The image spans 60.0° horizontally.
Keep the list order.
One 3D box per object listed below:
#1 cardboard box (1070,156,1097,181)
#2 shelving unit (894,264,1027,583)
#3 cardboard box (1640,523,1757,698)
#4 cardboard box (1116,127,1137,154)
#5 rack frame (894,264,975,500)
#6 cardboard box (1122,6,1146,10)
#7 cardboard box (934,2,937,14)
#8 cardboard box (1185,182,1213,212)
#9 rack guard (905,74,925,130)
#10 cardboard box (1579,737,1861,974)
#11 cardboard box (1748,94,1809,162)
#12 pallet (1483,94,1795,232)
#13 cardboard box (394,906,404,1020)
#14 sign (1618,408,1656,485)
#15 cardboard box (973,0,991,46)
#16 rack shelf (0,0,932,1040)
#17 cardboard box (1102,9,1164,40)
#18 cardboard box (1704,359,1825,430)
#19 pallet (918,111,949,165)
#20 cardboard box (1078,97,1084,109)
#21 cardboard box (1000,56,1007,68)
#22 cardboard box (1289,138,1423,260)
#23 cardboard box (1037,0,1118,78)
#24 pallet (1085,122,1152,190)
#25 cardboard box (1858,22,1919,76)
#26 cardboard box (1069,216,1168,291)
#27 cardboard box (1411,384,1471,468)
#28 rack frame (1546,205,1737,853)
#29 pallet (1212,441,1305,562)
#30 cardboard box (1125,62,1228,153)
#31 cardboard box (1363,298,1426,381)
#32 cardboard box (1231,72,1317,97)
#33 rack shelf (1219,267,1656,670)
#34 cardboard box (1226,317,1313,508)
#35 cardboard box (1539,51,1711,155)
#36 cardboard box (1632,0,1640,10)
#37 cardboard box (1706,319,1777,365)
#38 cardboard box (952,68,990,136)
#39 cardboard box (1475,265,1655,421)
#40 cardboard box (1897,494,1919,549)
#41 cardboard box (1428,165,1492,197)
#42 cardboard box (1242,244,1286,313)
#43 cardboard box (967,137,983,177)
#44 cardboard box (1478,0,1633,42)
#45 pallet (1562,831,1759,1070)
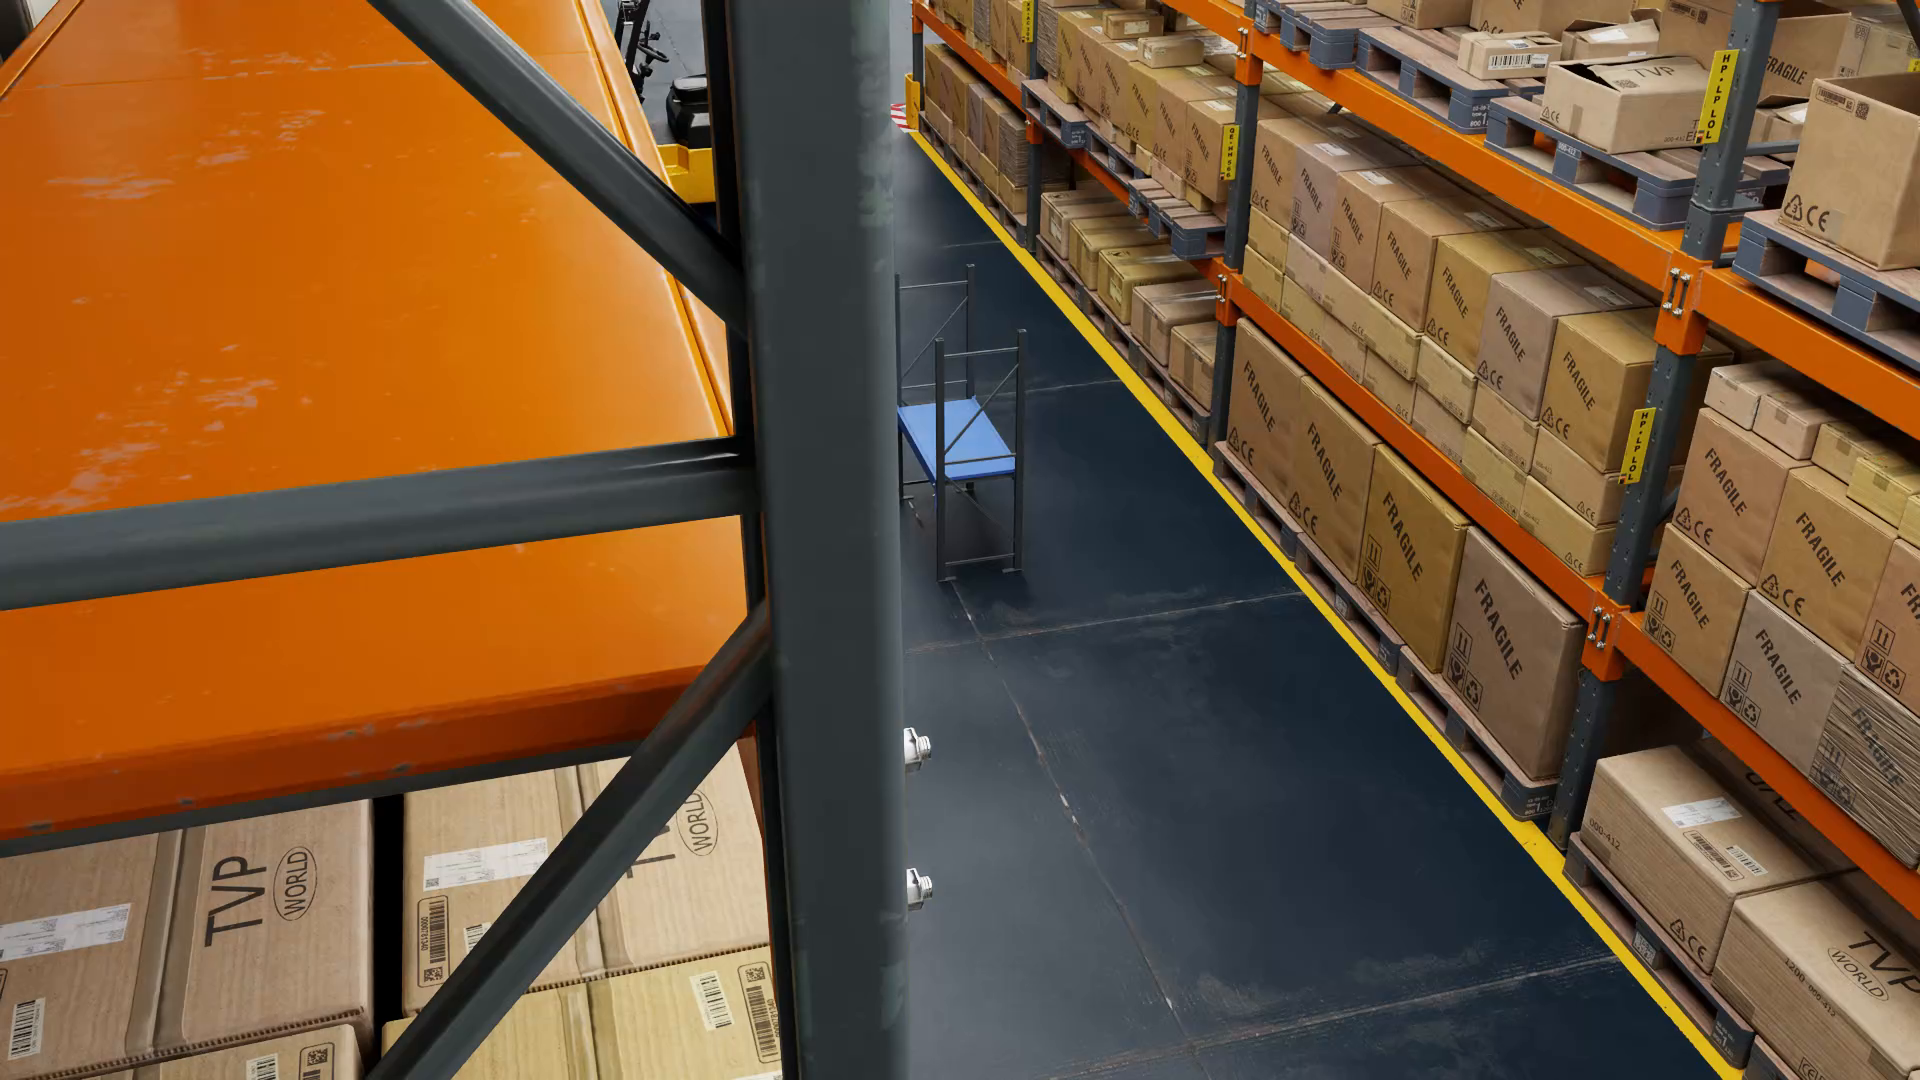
[{"bbox_3d":[1.169,-3.479,14.574,0.500,0.500,0.500,-6,31,-11],"label":"cardboard box"},{"bbox_3d":[-0.023,-0.690,9.677,0.538,1.500,1.048,-8,31,-13],"label":"shelving unit"},{"bbox_3d":[3.060,0.240,6.472,0.500,0.500,0.500,-7,31,-12],"label":"cardboard box"},{"bbox_3d":[1.325,-2.848,11.738,0.380,0.149,0.250,-9,31,-15],"label":"cardboard box"},{"bbox_3d":[-0.158,-0.936,10.101,0.500,1.500,0.032,-8,31,-13],"label":"rack frame"},{"bbox_3d":[1.542,-3.763,12.673,0.500,0.500,0.500,-8,31,-13],"label":"cardboard box"},{"bbox_3d":[-0.033,-5.214,16.246,0.380,0.149,0.250,-9,31,-15],"label":"cardboard box"},{"bbox_3d":[1.672,-2.230,10.670,0.380,0.149,0.250,-7,31,-13],"label":"cardboard box"},{"bbox_3d":[0.023,-4.655,17.524,1.175,0.500,0.348,-8,31,-13],"label":"rack guard"},{"bbox_3d":[3.251,1.267,6.936,0.875,0.438,0.875,-8,31,-14],"label":"cardboard box"},{"bbox_3d":[3.393,-1.688,6.623,0.396,0.266,0.258,-8,31,-14],"label":"cardboard box"},{"bbox_3d":[2.897,-1.629,6.999,0.805,0.209,1.217,-9,31,-15],"label":"pallet"},{"bbox_3d":[-1.063,0.829,2.412,0.500,0.250,0.500,-8,31,-13],"label":"cardboard box"},{"bbox_3d":[2.668,-0.368,6.545,0.100,0.325,0.005,-8,31,-13],"label":"sign"},{"bbox_3d":[0.422,-4.693,14.698,0.500,0.500,0.500,-7,31,-12],"label":"cardboard box"},{"bbox_3d":[-1.066,-0.634,2.814,1.077,0.370,4.000,-8,31,-13],"label":"rack shelf"},{"bbox_3d":[1.236,-3.691,11.900,0.380,0.149,0.250,-6,31,-10],"label":"cardboard box"},{"bbox_3d":[3.022,-0.548,6.187,0.380,0.149,0.250,-8,31,-14],"label":"cardboard box"},{"bbox_3d":[0.205,-4.133,16.911,1.003,0.211,1.213,-8,31,-13],"label":"pallet"},{"bbox_3d":[1.114,-3.357,12.618,0.380,0.149,0.250,-6,31,-10],"label":"cardboard box"},{"bbox_3d":[0.566,-4.226,14.538,0.380,0.149,0.250,-8,31,-14],"label":"cardboard box"},{"bbox_3d":[2.163,-1.877,9.131,0.500,0.500,0.500,-8,31,-13],"label":"cardboard box"},{"bbox_3d":[0.913,-3.931,12.962,0.500,0.500,0.500,-7,31,-12],"label":"cardboard box"},{"bbox_3d":[1.562,-2.777,11.977,1.003,0.211,1.213,-8,31,-13],"label":"pallet"},{"bbox_3d":[6.763,-3.311,11.609,0.700,0.500,0.500,-8,31,-14],"label":"cardboard box"},{"bbox_3d":[1.401,-2.286,13.141,0.950,0.372,0.625,-6,31,-10],"label":"cardboard box"},{"bbox_3d":[2.576,-0.588,8.153,0.500,0.250,0.500,-9,31,-15],"label":"cardboard box"},{"bbox_3d":[3.188,0.022,6.948,1.000,3.000,0.127,-8,31,-13],"label":"rack frame"},{"bbox_3d":[2.263,-0.312,10.309,1.003,0.211,1.213,-8,31,-13],"label":"pallet"},{"bbox_3d":[1.455,-2.938,11.247,0.500,0.500,0.500,-10,32,-17],"label":"cardboard box"},{"bbox_3d":[2.401,-1.045,8.442,0.500,0.250,0.500,-7,31,-12],"label":"cardboard box"},{"bbox_3d":[2.085,-2.762,10.943,0.500,0.500,0.500,-6,31,-11],"label":"cardboard box"},{"bbox_3d":[2.657,-0.632,8.797,1.077,0.370,4.000,-8,31,-13],"label":"rack shelf"},{"bbox_3d":[2.230,-0.827,10.118,0.875,0.875,0.875,-8,31,-14],"label":"cardboard box"},{"bbox_3d":[2.752,-1.817,6.801,0.500,0.311,0.500,-8,31,-13],"label":"cardboard box"},{"bbox_3d":[5.948,-4.786,14.157,0.700,0.500,0.500,-8,31,-14],"label":"cardboard box"},{"bbox_3d":[3.349,-0.705,7.106,0.500,0.500,0.500,-7,31,-13],"label":"cardboard box"},{"bbox_3d":[0.226,-4.157,15.745,0.500,0.500,0.500,-7,31,-12],"label":"cardboard box"},{"bbox_3d":[2.683,-0.885,7.418,0.500,0.500,0.500,-7,31,-12],"label":"cardboard box"},{"bbox_3d":[3.263,-0.048,5.324,0.380,0.149,0.250,-9,31,-15],"label":"cardboard box"},{"bbox_3d":[2.785,-1.683,8.797,0.500,0.500,0.500,-8,31,-13],"label":"cardboard box"},{"bbox_3d":[2.014,-1.575,9.857,0.500,0.250,0.500,-8,31,-14],"label":"cardboard box"},{"bbox_3d":[0.367,-3.585,15.506,0.500,0.250,0.500,-7,31,-13],"label":"cardboard box"},{"bbox_3d":[2.874,-2.620,8.000,0.500,0.500,0.500,-8,31,-13],"label":"cardboard box"},{"bbox_3d":[3.315,1.607,6.994,1.003,0.211,1.213,-8,31,-13],"label":"pallet"}]
